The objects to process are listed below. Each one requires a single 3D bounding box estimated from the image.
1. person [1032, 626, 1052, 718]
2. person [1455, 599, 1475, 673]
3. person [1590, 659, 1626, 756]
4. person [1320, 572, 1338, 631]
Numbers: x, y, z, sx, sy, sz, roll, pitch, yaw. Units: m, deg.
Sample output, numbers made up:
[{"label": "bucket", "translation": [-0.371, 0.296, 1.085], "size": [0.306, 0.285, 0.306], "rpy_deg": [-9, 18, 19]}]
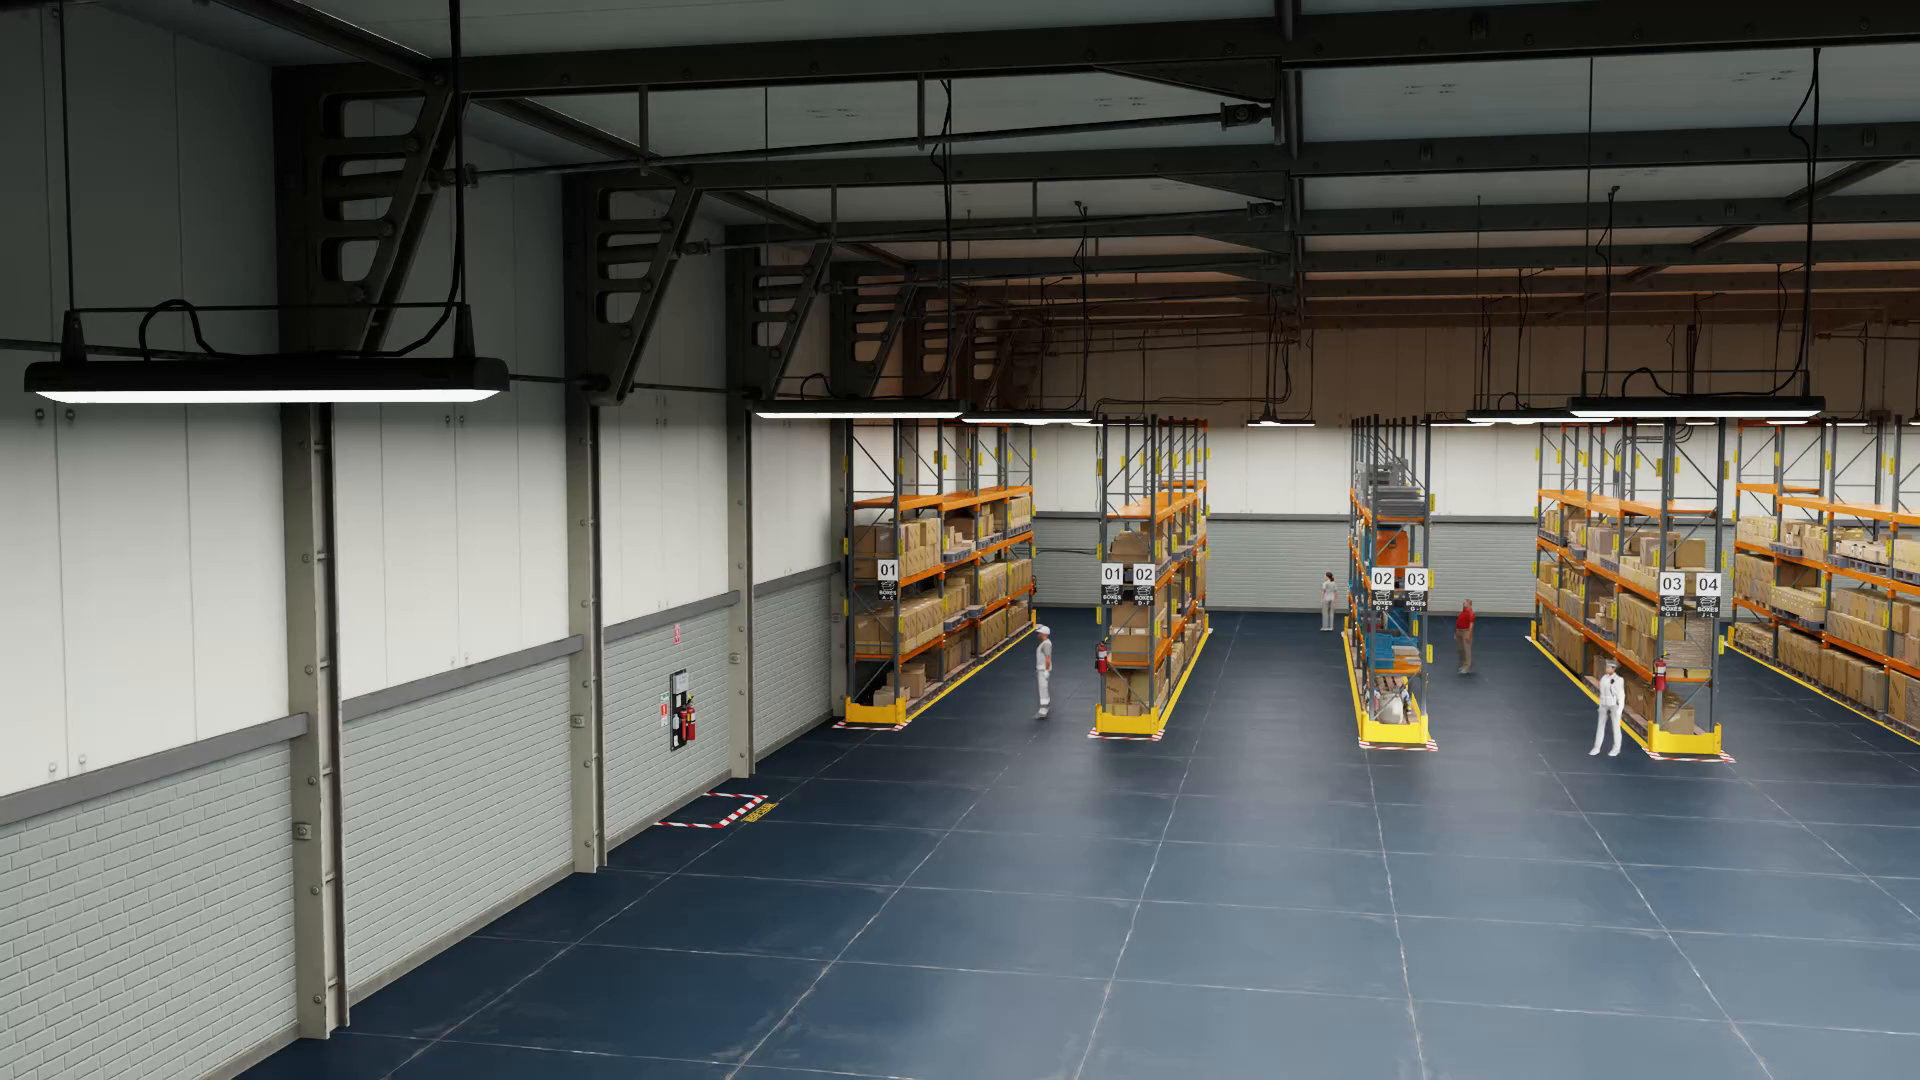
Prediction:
[{"label": "person", "translation": [1.610, 2.620, 33.103], "size": [0.430, 1.793, 0.615], "rpy_deg": [0, 4, -6]}, {"label": "person", "translation": [11.917, 2.263, 39.238], "size": [0.526, 1.739, 0.553], "rpy_deg": [-3, 5, -33]}, {"label": "person", "translation": [11.365, 2.940, 29.159], "size": [0.502, 1.701, 0.497], "rpy_deg": [-2, 4, -30]}, {"label": "person", "translation": [10.472, 1.736, 47.209], "size": [0.513, 1.676, 0.351], "rpy_deg": [-1, 4, -17]}]
